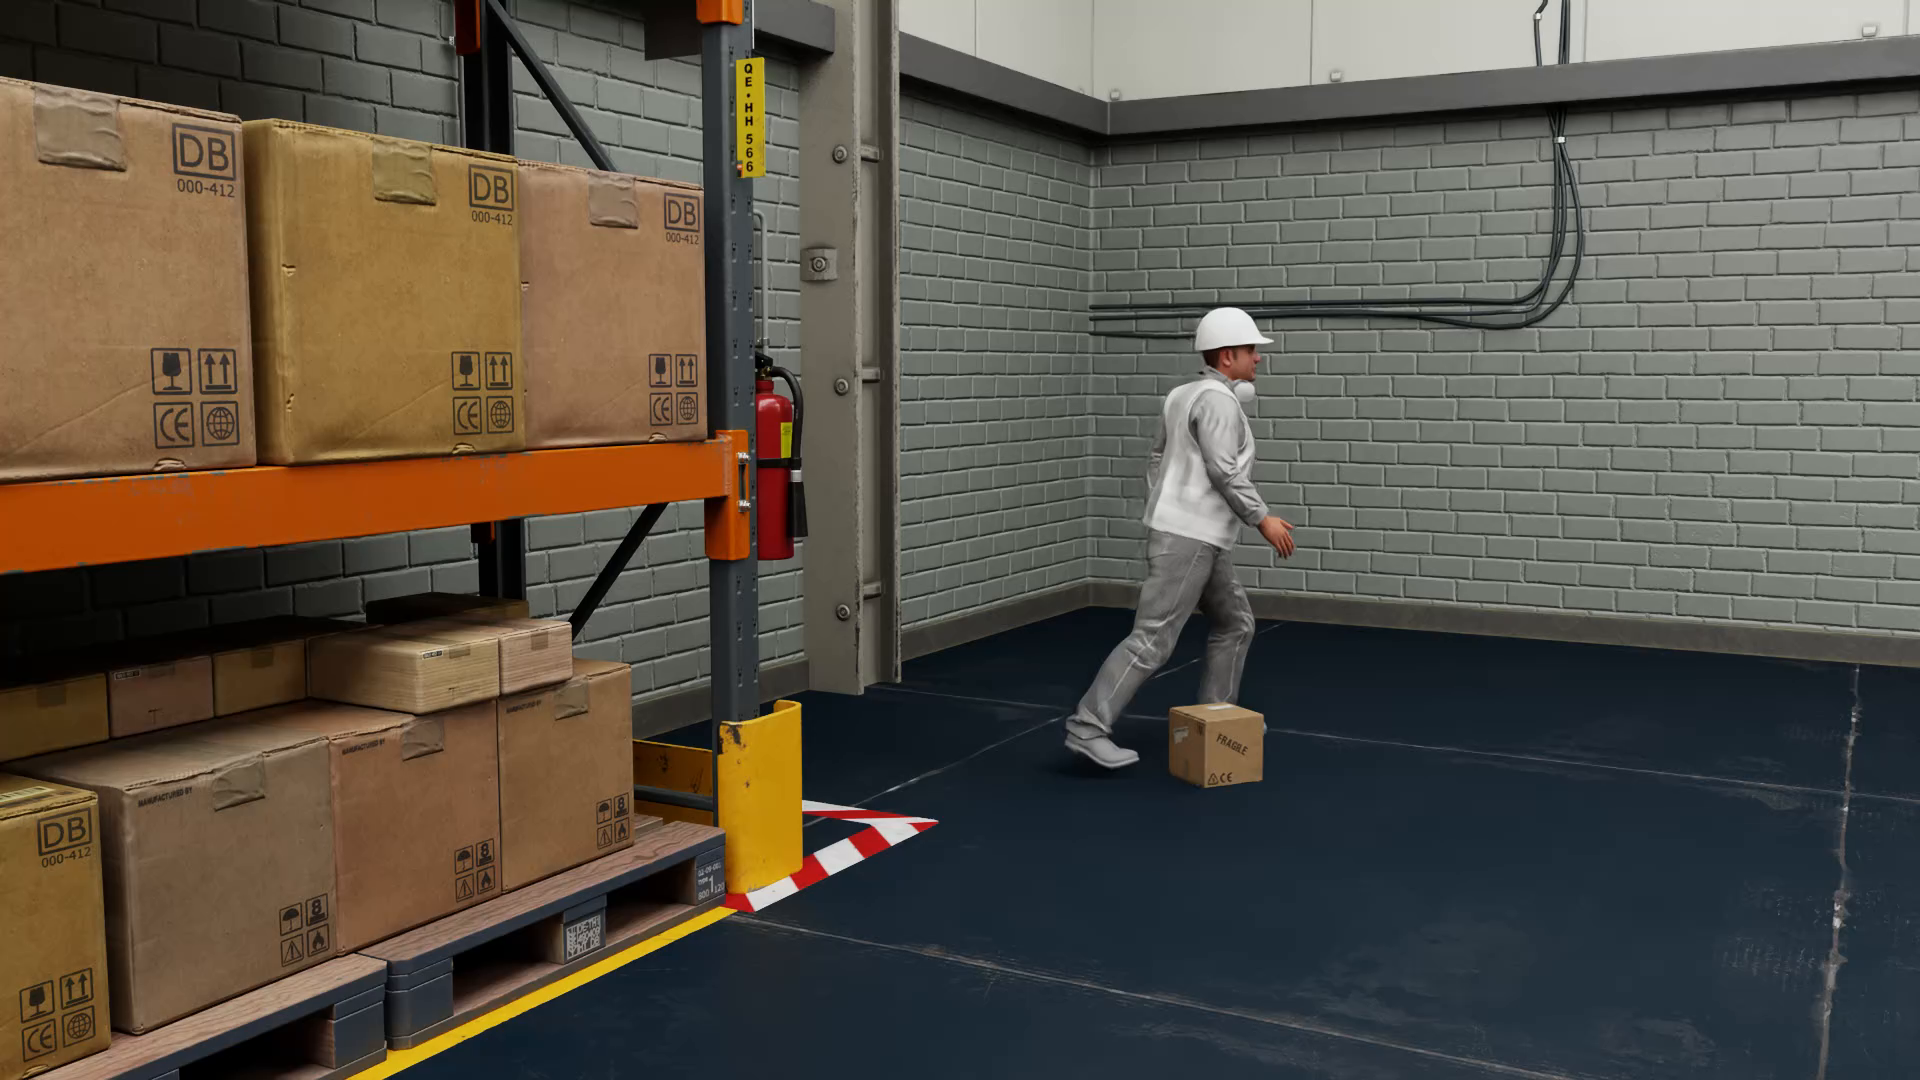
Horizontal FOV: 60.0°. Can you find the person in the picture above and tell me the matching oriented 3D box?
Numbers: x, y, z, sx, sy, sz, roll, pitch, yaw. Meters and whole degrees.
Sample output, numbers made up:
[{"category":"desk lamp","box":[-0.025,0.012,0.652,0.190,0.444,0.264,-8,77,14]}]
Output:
[{"category":"person","box":[0.811,-0.016,6.295,0.848,1.713,0.649,0,6,0]}]
